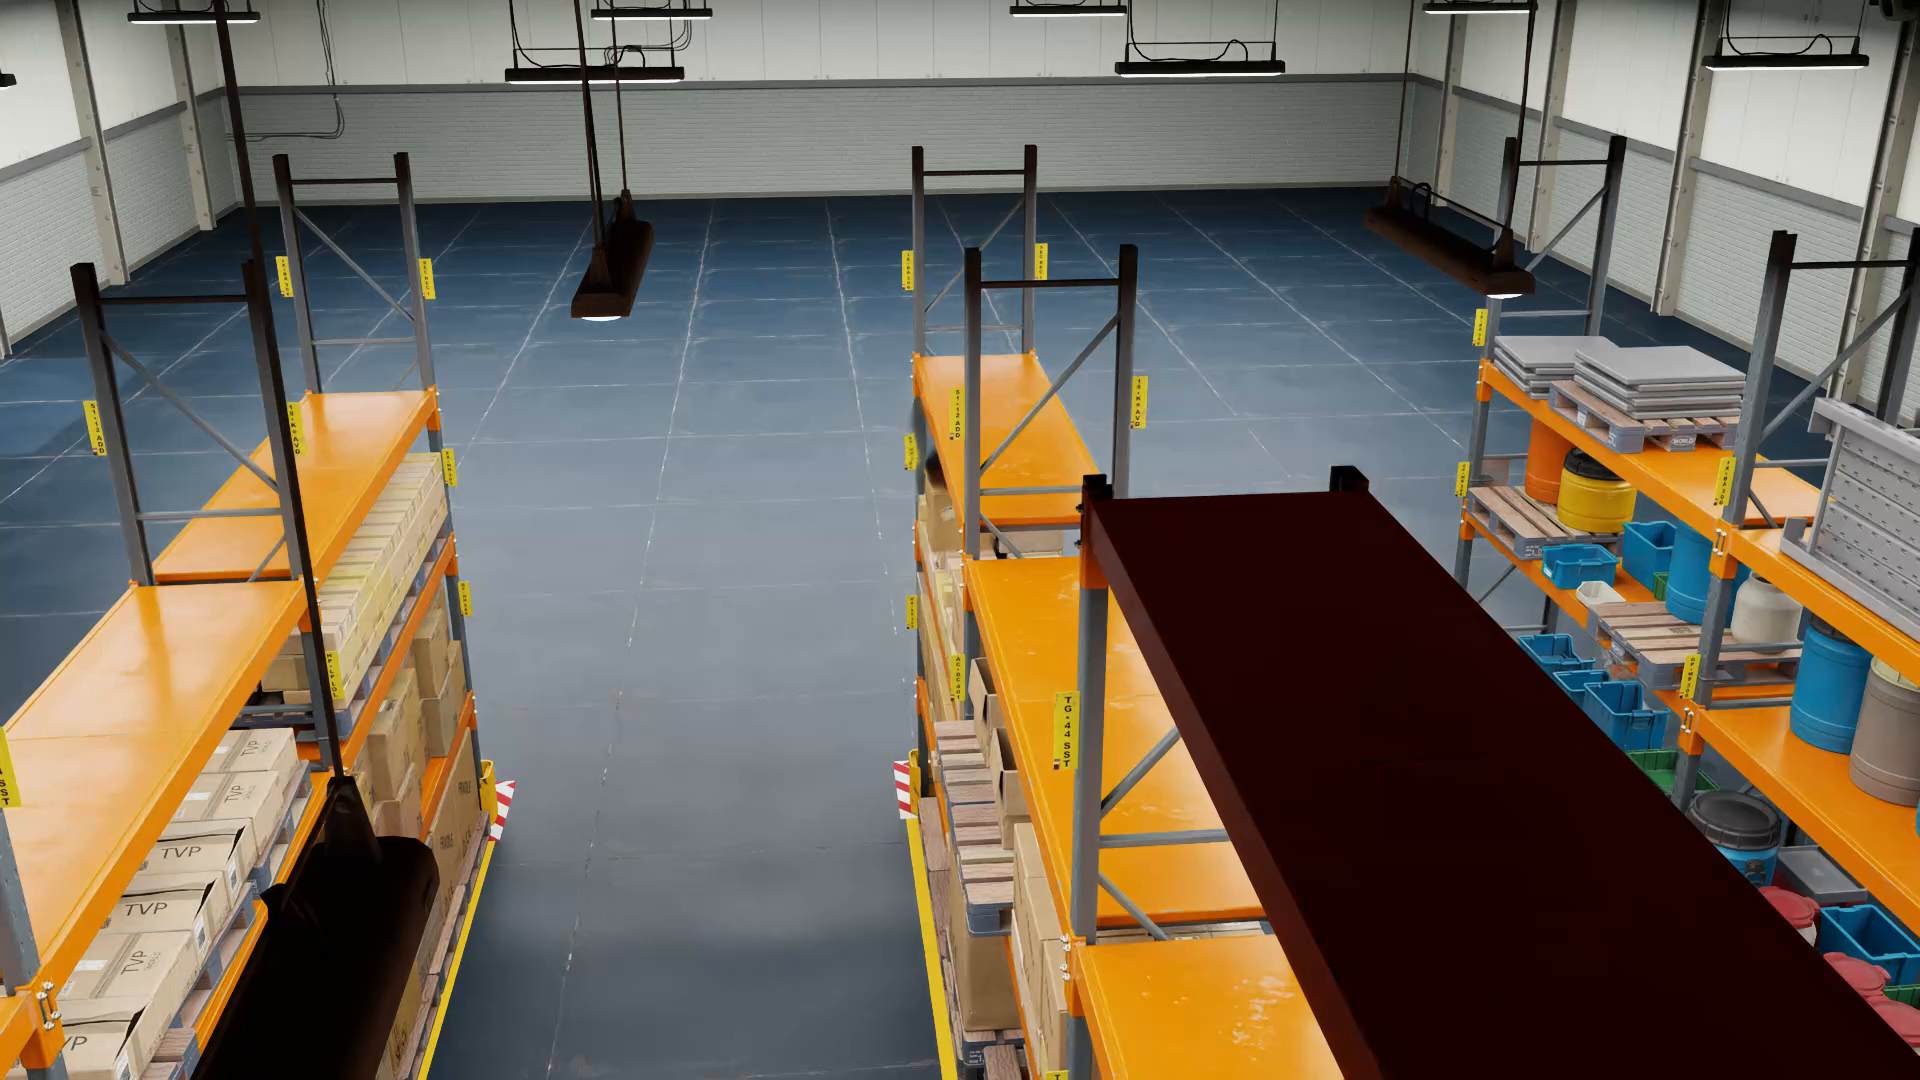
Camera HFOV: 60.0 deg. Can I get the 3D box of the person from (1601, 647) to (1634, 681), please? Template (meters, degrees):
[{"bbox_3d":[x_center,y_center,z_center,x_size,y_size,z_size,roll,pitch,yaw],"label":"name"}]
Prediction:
[{"bbox_3d":[6.523,1.160,16.284,0.523,1.765,0.585,15,26,33],"label":"person"}]
